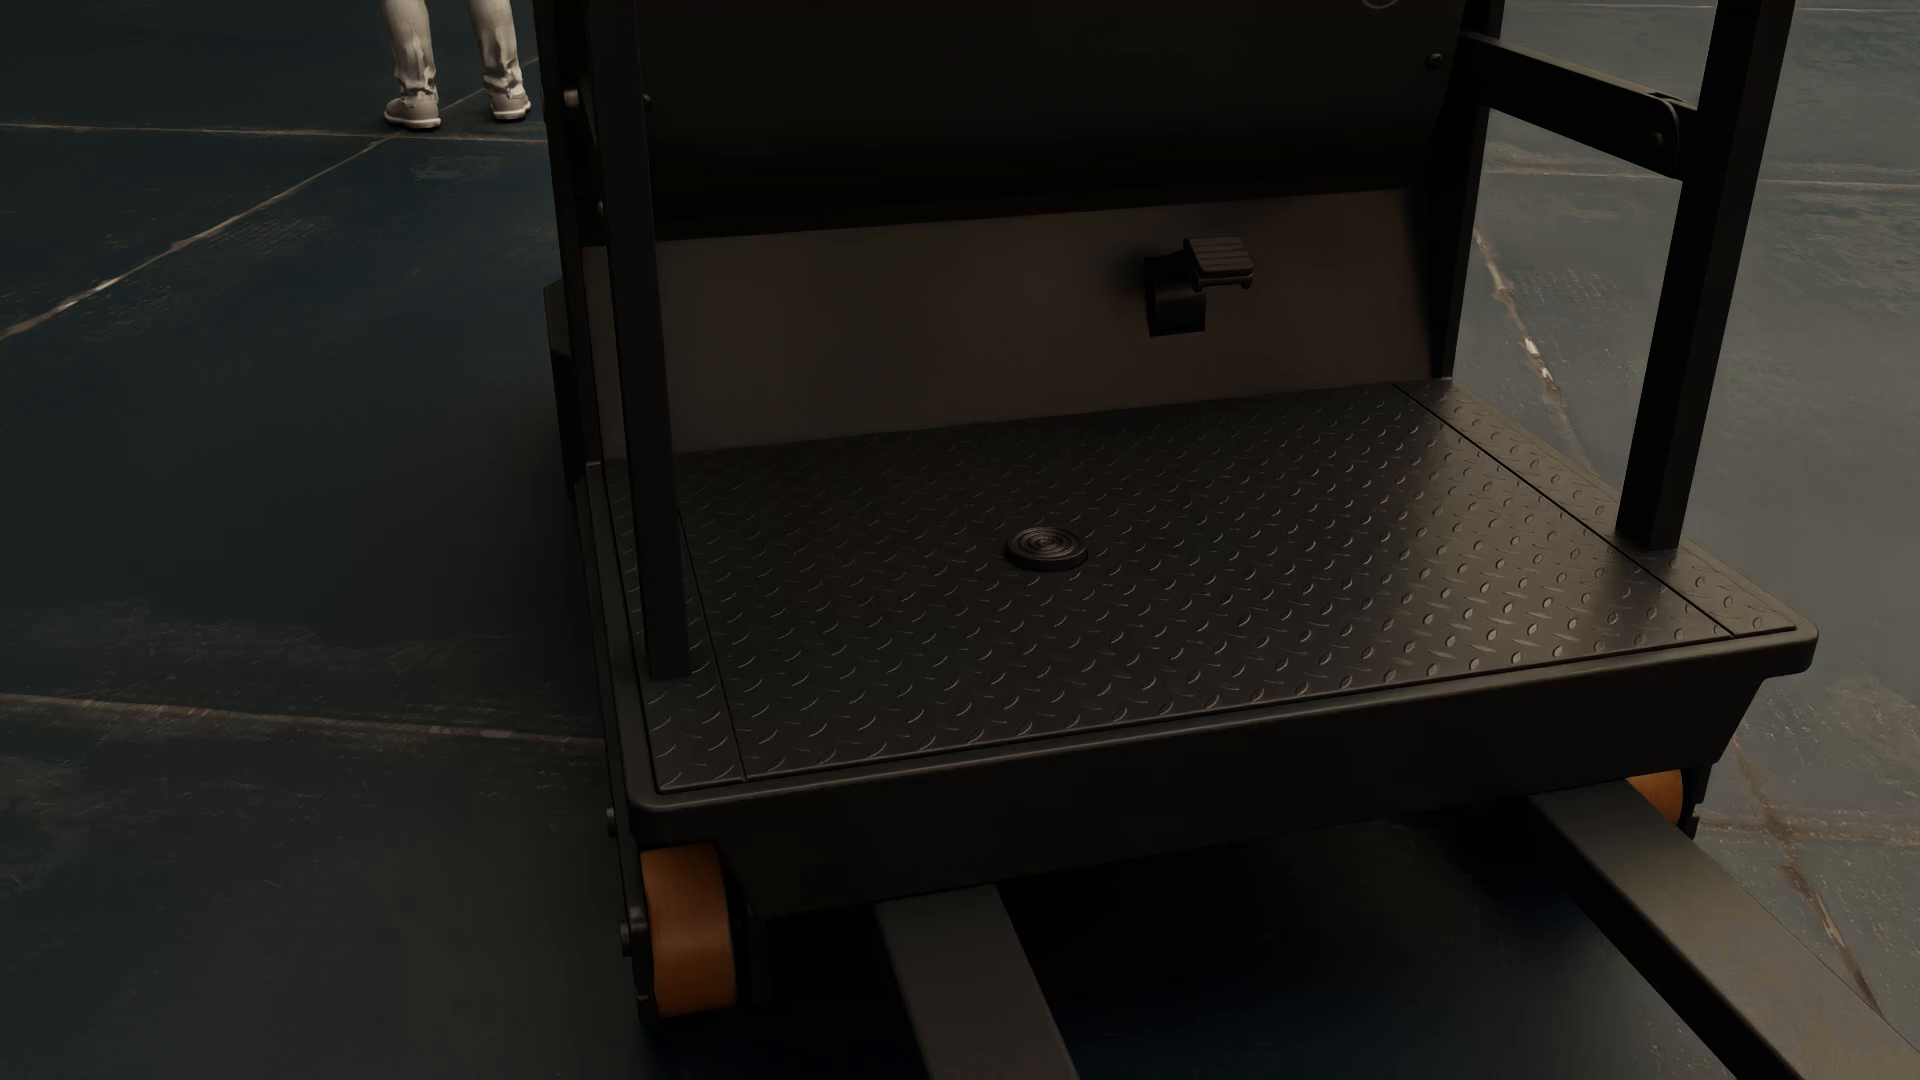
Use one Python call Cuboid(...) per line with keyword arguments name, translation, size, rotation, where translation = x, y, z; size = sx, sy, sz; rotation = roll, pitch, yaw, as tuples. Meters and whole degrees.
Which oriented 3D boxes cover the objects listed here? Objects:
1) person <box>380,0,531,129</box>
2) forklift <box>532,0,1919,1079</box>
Cuboid(name="person", translation=(-1.541, -2.011, 4.672), size=(0.534, 1.662, 0.374), rotation=(-14, 30, -26))
Cuboid(name="forklift", translation=(0.153, -1.049, 1.319), size=(1.130, 2.935, 3.031), rotation=(-7, 27, -13))
